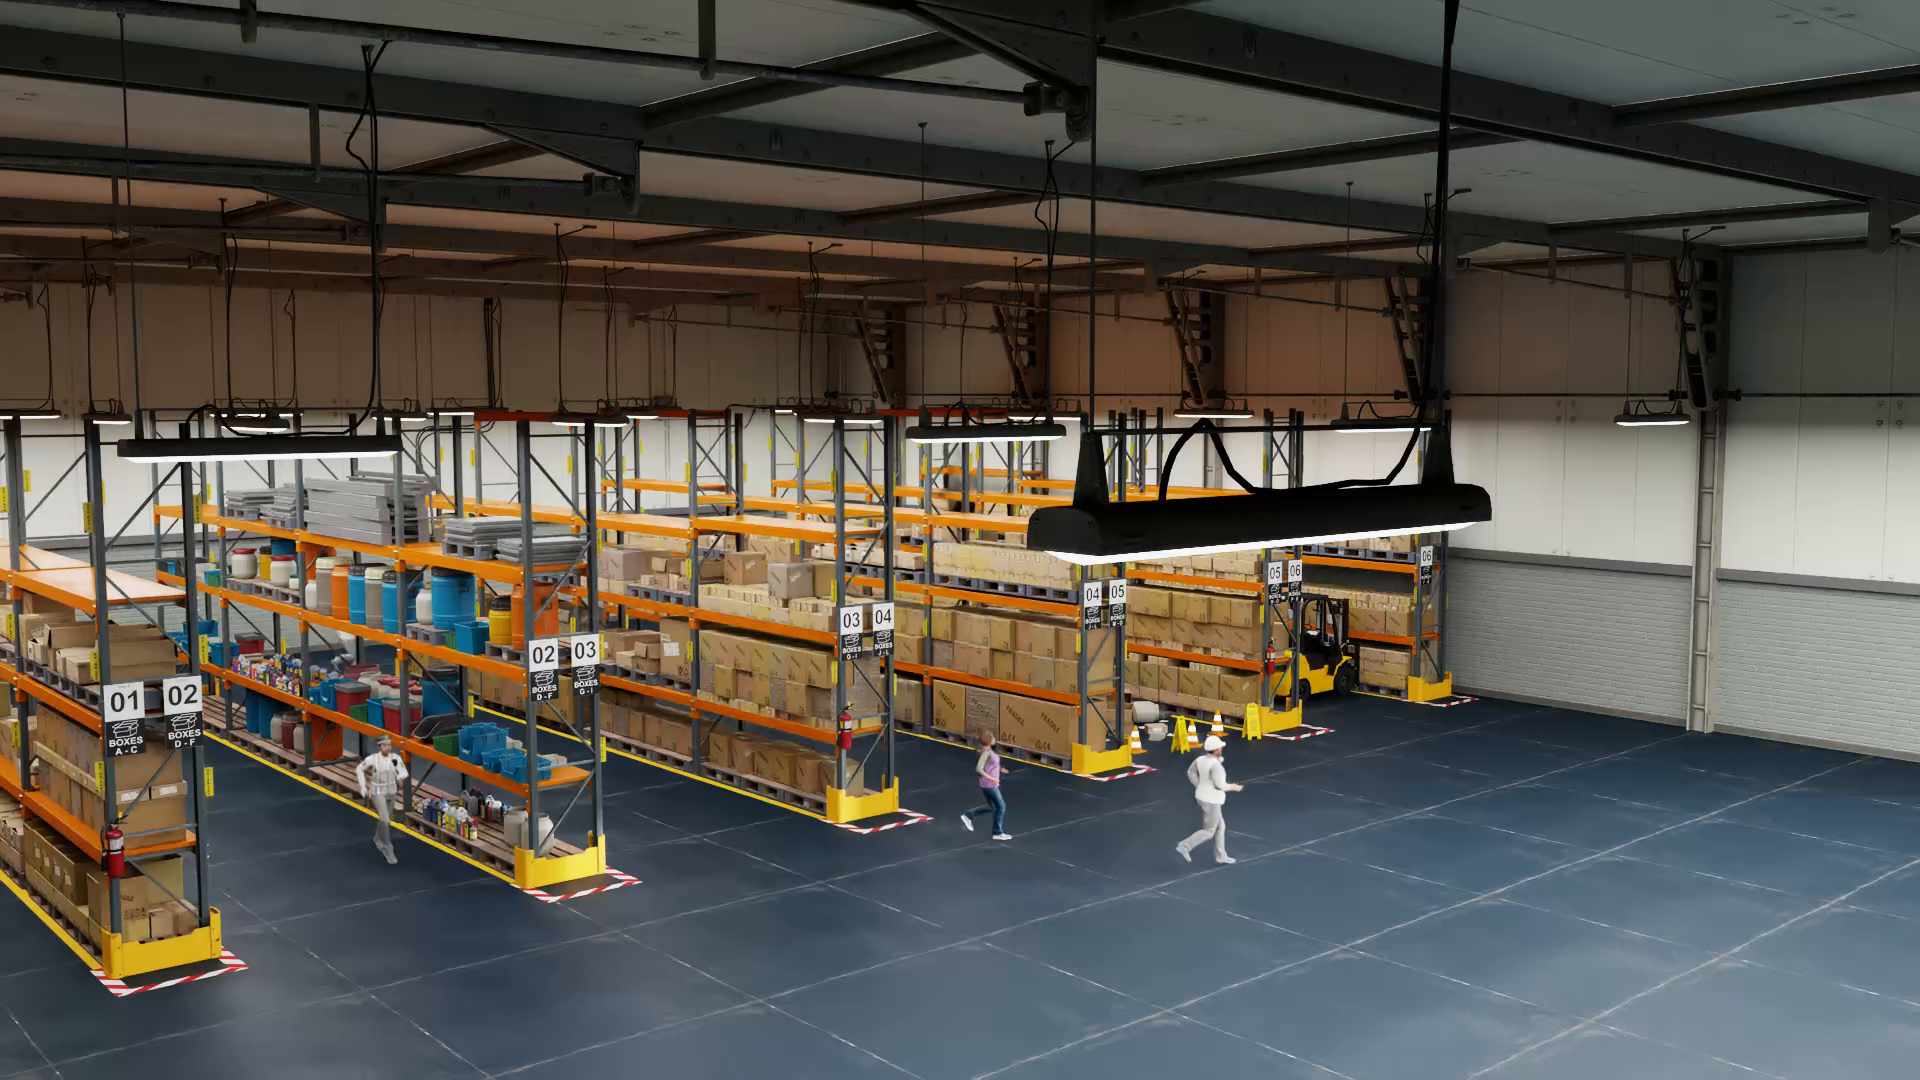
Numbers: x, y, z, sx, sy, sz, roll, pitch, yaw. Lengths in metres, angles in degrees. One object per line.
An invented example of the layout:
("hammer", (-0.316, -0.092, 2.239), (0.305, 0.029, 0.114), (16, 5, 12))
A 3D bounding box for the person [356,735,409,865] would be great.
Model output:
("person", (-7.848, 3.489, 22.661), (0.580, 1.738, 0.850), (-5, 7, -44))

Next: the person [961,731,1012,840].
("person", (0.371, 3.480, 23.589), (0.730, 1.560, 0.546), (0, 5, 2))

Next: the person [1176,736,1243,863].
("person", (3.291, 3.496, 22.240), (0.927, 1.764, 0.646), (-1, 5, -16))

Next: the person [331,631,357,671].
("person", (-13.783, 2.245, 37.394), (0.766, 1.648, 0.611), (-3, 6, -31))
